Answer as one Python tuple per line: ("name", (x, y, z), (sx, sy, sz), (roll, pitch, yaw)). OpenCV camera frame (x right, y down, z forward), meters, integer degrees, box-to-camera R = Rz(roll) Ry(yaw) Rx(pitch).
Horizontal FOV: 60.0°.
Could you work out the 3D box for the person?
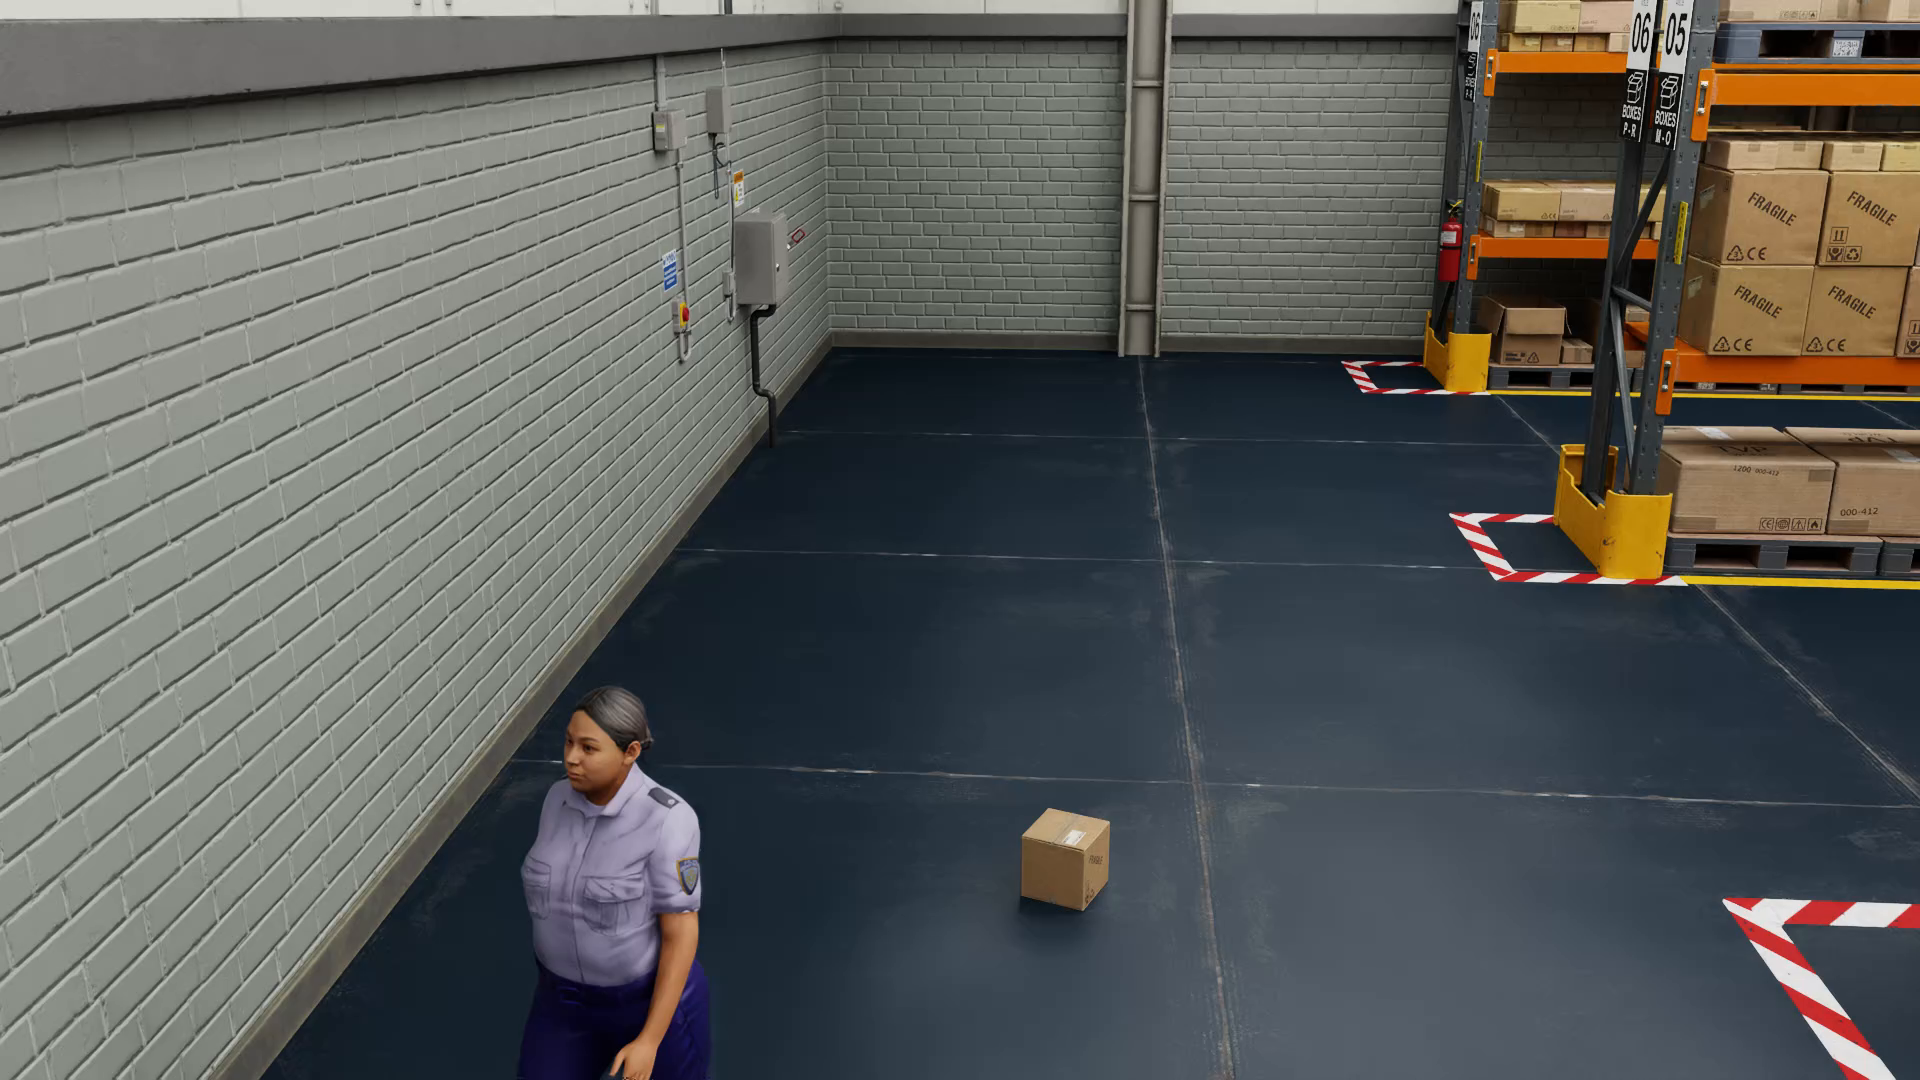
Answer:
("person", (-0.854, 1.132, 3.985), (0.493, 1.590, 0.967), (8, 19, 23))
